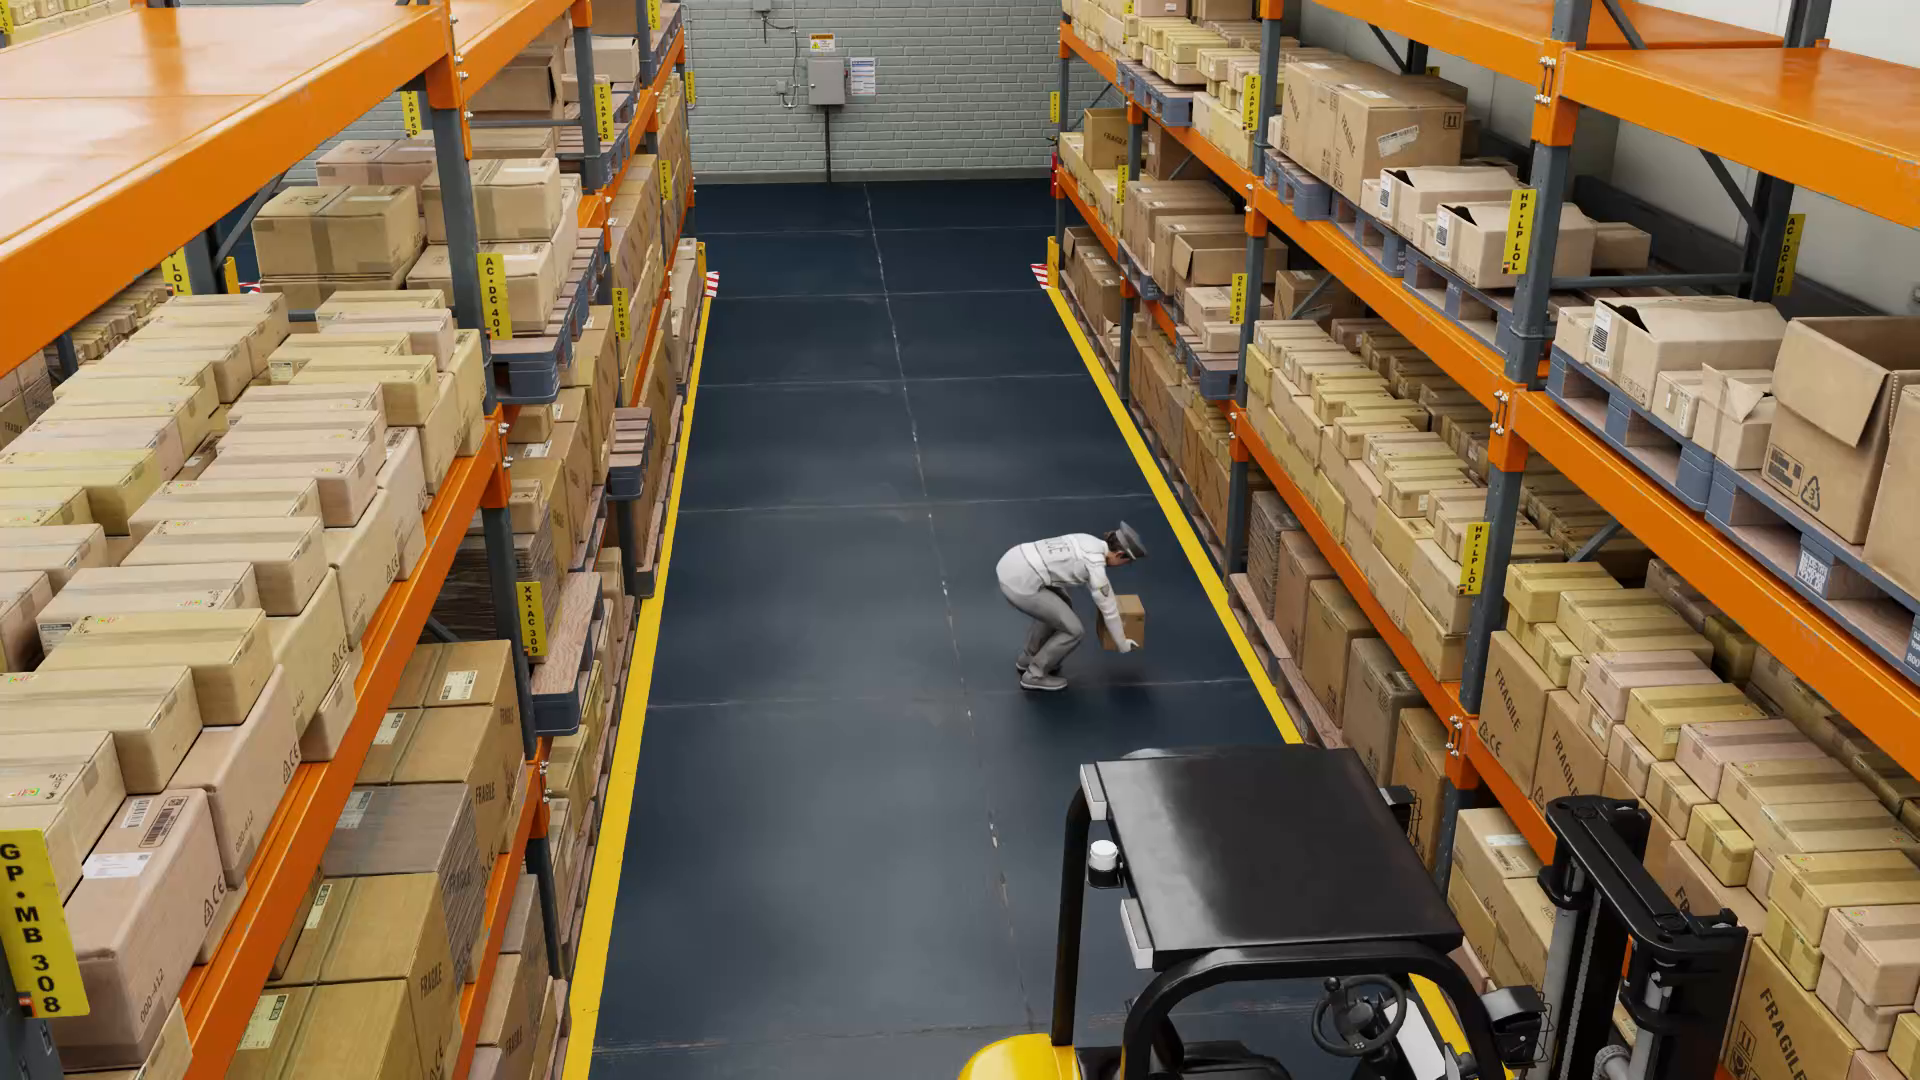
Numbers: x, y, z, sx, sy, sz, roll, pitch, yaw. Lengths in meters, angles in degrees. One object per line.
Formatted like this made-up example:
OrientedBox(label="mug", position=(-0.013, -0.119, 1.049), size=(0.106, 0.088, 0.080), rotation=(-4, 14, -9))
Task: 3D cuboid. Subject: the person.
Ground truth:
OrientedBox(label="person", position=(0.677, 0.384, 10.063), size=(0.919, 0.996, 0.468), rotation=(-3, 24, -8))
